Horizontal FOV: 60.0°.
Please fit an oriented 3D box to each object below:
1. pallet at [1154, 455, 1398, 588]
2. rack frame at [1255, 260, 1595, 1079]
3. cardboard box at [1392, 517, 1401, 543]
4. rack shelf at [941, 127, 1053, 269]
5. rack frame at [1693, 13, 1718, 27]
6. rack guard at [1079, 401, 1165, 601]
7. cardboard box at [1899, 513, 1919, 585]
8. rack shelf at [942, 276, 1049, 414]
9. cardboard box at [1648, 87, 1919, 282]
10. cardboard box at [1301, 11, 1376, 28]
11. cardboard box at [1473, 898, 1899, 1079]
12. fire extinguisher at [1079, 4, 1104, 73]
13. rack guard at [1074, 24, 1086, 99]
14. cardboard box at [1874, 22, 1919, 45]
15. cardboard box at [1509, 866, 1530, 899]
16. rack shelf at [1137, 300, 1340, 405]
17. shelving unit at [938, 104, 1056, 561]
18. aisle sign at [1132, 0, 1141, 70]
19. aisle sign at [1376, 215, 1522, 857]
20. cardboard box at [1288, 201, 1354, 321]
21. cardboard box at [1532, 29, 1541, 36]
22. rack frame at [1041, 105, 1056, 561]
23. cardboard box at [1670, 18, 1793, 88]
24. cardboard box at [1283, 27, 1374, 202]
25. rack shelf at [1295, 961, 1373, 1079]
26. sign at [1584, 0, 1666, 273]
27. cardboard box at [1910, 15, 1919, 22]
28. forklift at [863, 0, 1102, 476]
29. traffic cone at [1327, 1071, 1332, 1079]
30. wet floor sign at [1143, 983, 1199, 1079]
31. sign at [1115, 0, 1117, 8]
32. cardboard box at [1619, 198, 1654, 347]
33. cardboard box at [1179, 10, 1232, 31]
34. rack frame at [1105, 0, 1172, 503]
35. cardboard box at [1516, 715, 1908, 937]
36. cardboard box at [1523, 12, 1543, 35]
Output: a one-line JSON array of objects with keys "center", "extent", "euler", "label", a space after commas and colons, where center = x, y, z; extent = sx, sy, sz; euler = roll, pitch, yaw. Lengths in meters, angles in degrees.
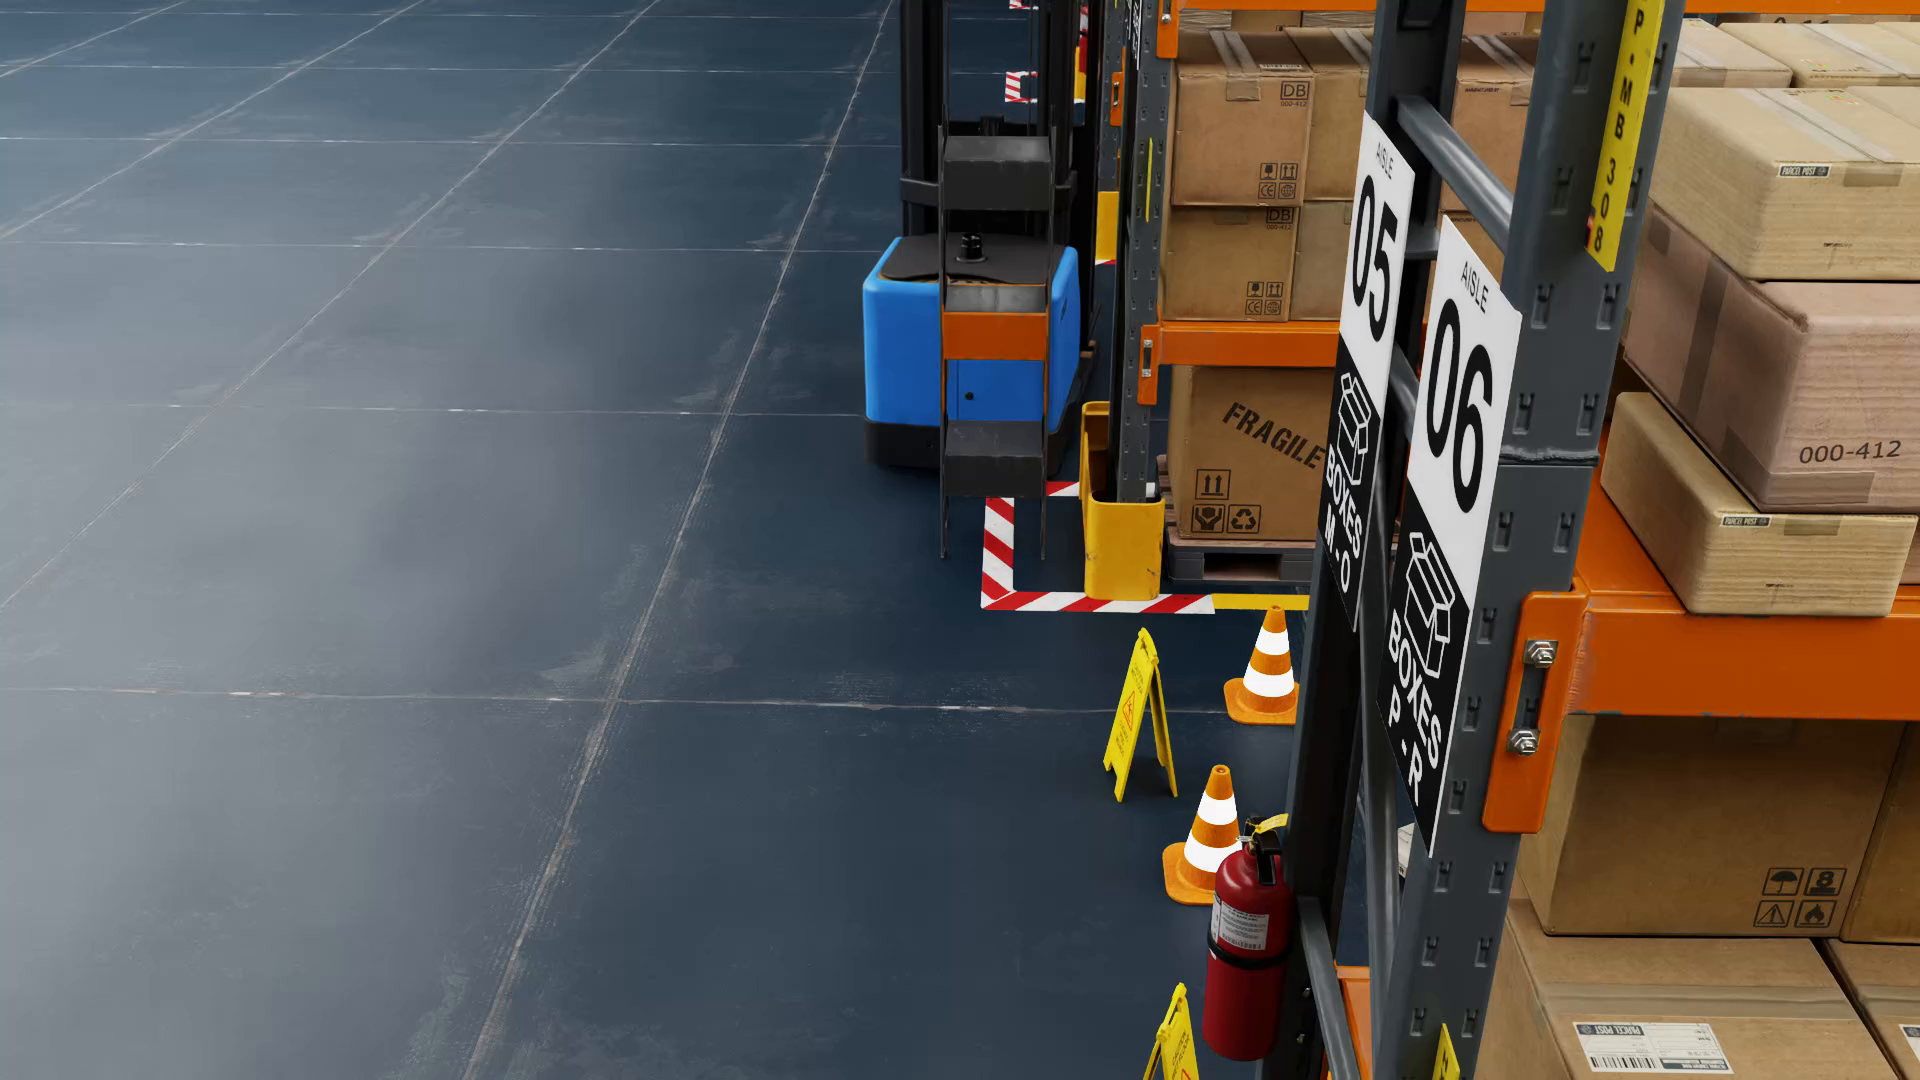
[{"center": [1.603, -0.109, 8.230], "extent": [1.213, 0.211, 1.003], "euler": [1, 28, 2], "label": "pallet"}, {"center": [0.727, 1.001, 3.158], "extent": [0.127, 3.000, 1.000], "euler": [1, 28, 2], "label": "rack frame"}, {"center": [2.360, -0.570, 7.943], "extent": [0.875, 0.875, 0.875], "euler": [1, 28, 1], "label": "cardboard box"}, {"center": [0.165, -1.531, 7.432], "extent": [0.480, 0.518, 0.431], "euler": [1, 28, 2], "label": "rack shelf"}, {"center": [5.074, -3.571, 11.784], "extent": [0.127, 3.000, 1.000], "euler": [1, 28, 2], "label": "rack frame"}, {"center": [0.777, -0.213, 8.119], "extent": [0.348, 0.500, 1.175], "euler": [1, 28, 2], "label": "rack guard"}, {"center": [1.313, -0.093, 2.288], "extent": [0.250, 0.149, 0.380], "euler": [0, 28, 0], "label": "cardboard box"}, {"center": [0.165, -0.913, 7.759], "extent": [0.480, 0.518, 0.431], "euler": [1, 28, 2], "label": "rack shelf"}, {"center": [1.075, -0.464, 2.137], "extent": [0.250, 0.149, 0.380], "euler": [1, 28, 1], "label": "cardboard box"}, {"center": [2.628, -3.810, 11.811], "extent": [0.500, 0.500, 0.875], "euler": [1, 28, 2], "label": "cardboard box"}, {"center": [1.191, 0.963, 2.806], "extent": [0.500, 0.500, 0.500], "euler": [1, 28, 1], "label": "cardboard box"}, {"center": [0.979, -3.821, 12.337], "extent": [0.183, 0.674, 0.296], "euler": [1, 28, 2], "label": "fire extinguisher"}, {"center": [1.329, -4.872, 16.907], "extent": [0.348, 0.500, 1.175], "euler": [1, 28, 2], "label": "rack guard"}, {"center": [1.587, -0.680, 2.544], "extent": [0.250, 0.149, 0.380], "euler": [1, 28, 1], "label": "cardboard box"}, {"center": [1.279, 0.706, 3.292], "extent": [0.500, 0.500, 0.500], "euler": [0, 28, 1], "label": "cardboard box"}, {"center": [2.799, -0.966, 7.639], "extent": [4.000, 0.370, 1.077], "euler": [1, 28, 2], "label": "rack shelf"}, {"center": [0.165, -0.925, 7.753], "extent": [0.503, 2.100, 0.431], "euler": [1, 28, 2], "label": "shelving unit"}, {"center": [0.719, -2.327, 6.661], "extent": [0.004, 0.787, 0.394], "euler": [1, 28, 2], "label": "aisle sign"}, {"center": [0.654, -0.003, 2.278], "extent": [0.004, 0.787, 0.394], "euler": [1, 28, 2], "label": "aisle sign"}, {"center": [1.724, -1.400, 7.528], "extent": [0.550, 0.550, 0.875], "euler": [1, 28, 2], "label": "cardboard box"}, {"center": [2.812, -1.850, 7.224], "extent": [0.500, 0.550, 0.875], "euler": [1, 28, 2], "label": "cardboard box"}, {"center": [0.409, -0.921, 7.745], "extent": [0.015, 2.100, 0.400], "euler": [1, 28, 2], "label": "rack frame"}, {"center": [1.075, -0.698, 2.578], "extent": [0.250, 0.149, 0.380], "euler": [1, 28, 2], "label": "cardboard box"}, {"center": [1.723, -1.871, 7.263], "extent": [0.550, 0.550, 0.875], "euler": [1, 28, 2], "label": "cardboard box"}, {"center": [2.726, 1.352, 3.265], "extent": [4.000, 0.370, 1.077], "euler": [1, 28, 2], "label": "rack shelf"}, {"center": [0.708, -0.456, 1.772], "extent": [0.005, 0.325, 0.100], "euler": [1, 28, 2], "label": "sign"}, {"center": [6.810, -3.817, 11.689], "extent": [0.637, 0.503, 0.797], "euler": [4, 28, 7], "label": "cardboard box"}, {"center": [0.260, -2.296, 9.452], "extent": [1.130, 2.935, 3.031], "euler": [5, 28, 9], "label": "forklift"}, {"center": [1.202, 1.525, 4.878], "extent": [0.334, 0.463, 0.336], "euler": [1, 28, 2], "label": "traffic cone"}, {"center": [0.575, 1.538, 4.661], "extent": [0.232, 0.644, 0.267], "euler": [11, 30, 19], "label": "wet floor sign"}, {"center": [1.058, -3.766, 11.227], "extent": [0.005, 0.325, 0.100], "euler": [1, 28, 2], "label": "sign"}, {"center": [1.248, -0.507, 2.643], "extent": [0.500, 0.250, 0.500], "euler": [1, 28, 1], "label": "cardboard box"}, {"center": [1.625, -3.791, 11.774], "extent": [0.500, 0.500, 0.875], "euler": [1, 28, 2], "label": "cardboard box"}, {"center": [0.801, -1.317, 7.532], "extent": [0.127, 3.000, 1.000], "euler": [1, 28, 2], "label": "rack frame"}, {"center": [1.245, 0.290, 3.008], "extent": [0.500, 0.500, 0.700], "euler": [0, 28, 1], "label": "cardboard box"}, {"center": [4.128, -3.808, 11.806], "extent": [0.500, 0.500, 0.875], "euler": [1, 28, 2], "label": "cardboard box"}]
